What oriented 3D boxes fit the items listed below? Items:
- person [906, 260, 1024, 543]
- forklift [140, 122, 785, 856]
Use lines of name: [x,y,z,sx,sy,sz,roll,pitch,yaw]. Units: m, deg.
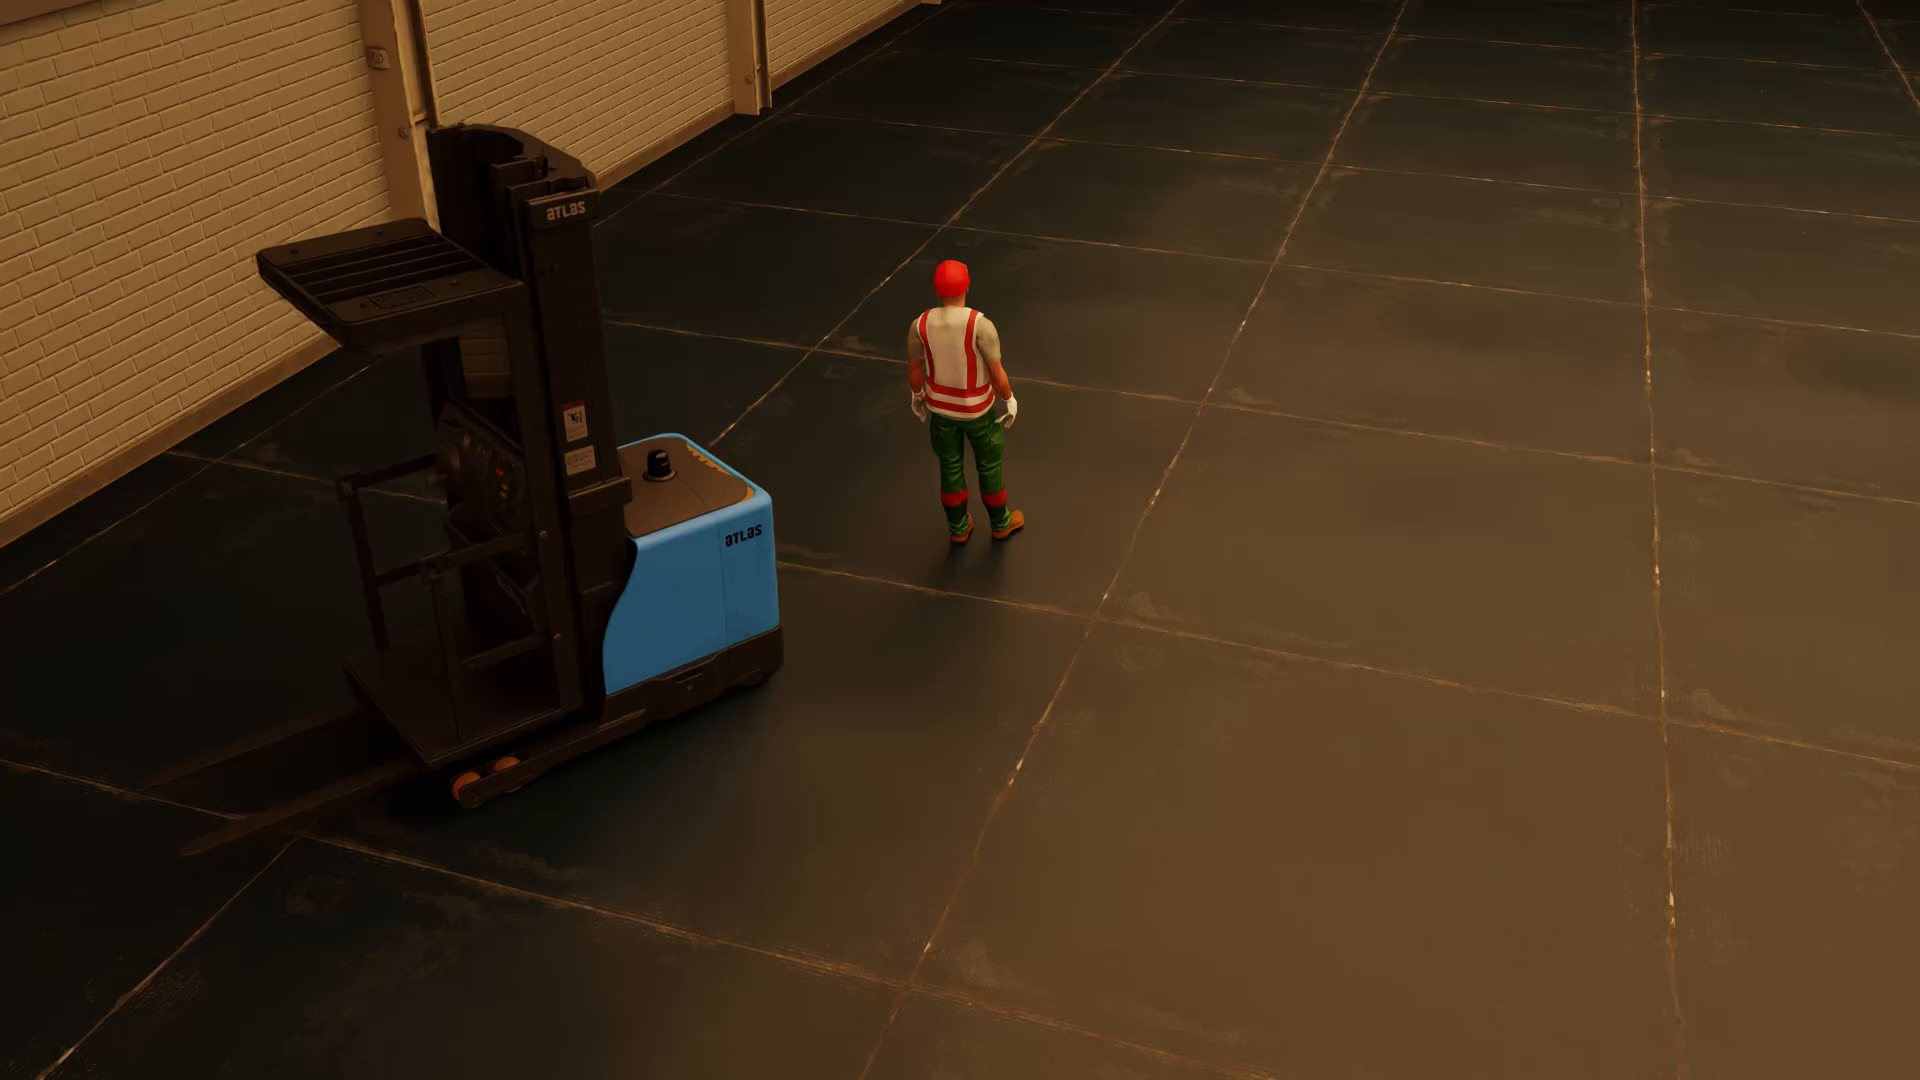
person: [0.038,-0.820,9.712,0.637,1.790,0.562,10,31,16]
forklift: [-2.399,-0.301,7.664,3.031,2.935,1.130,-22,36,-33]
